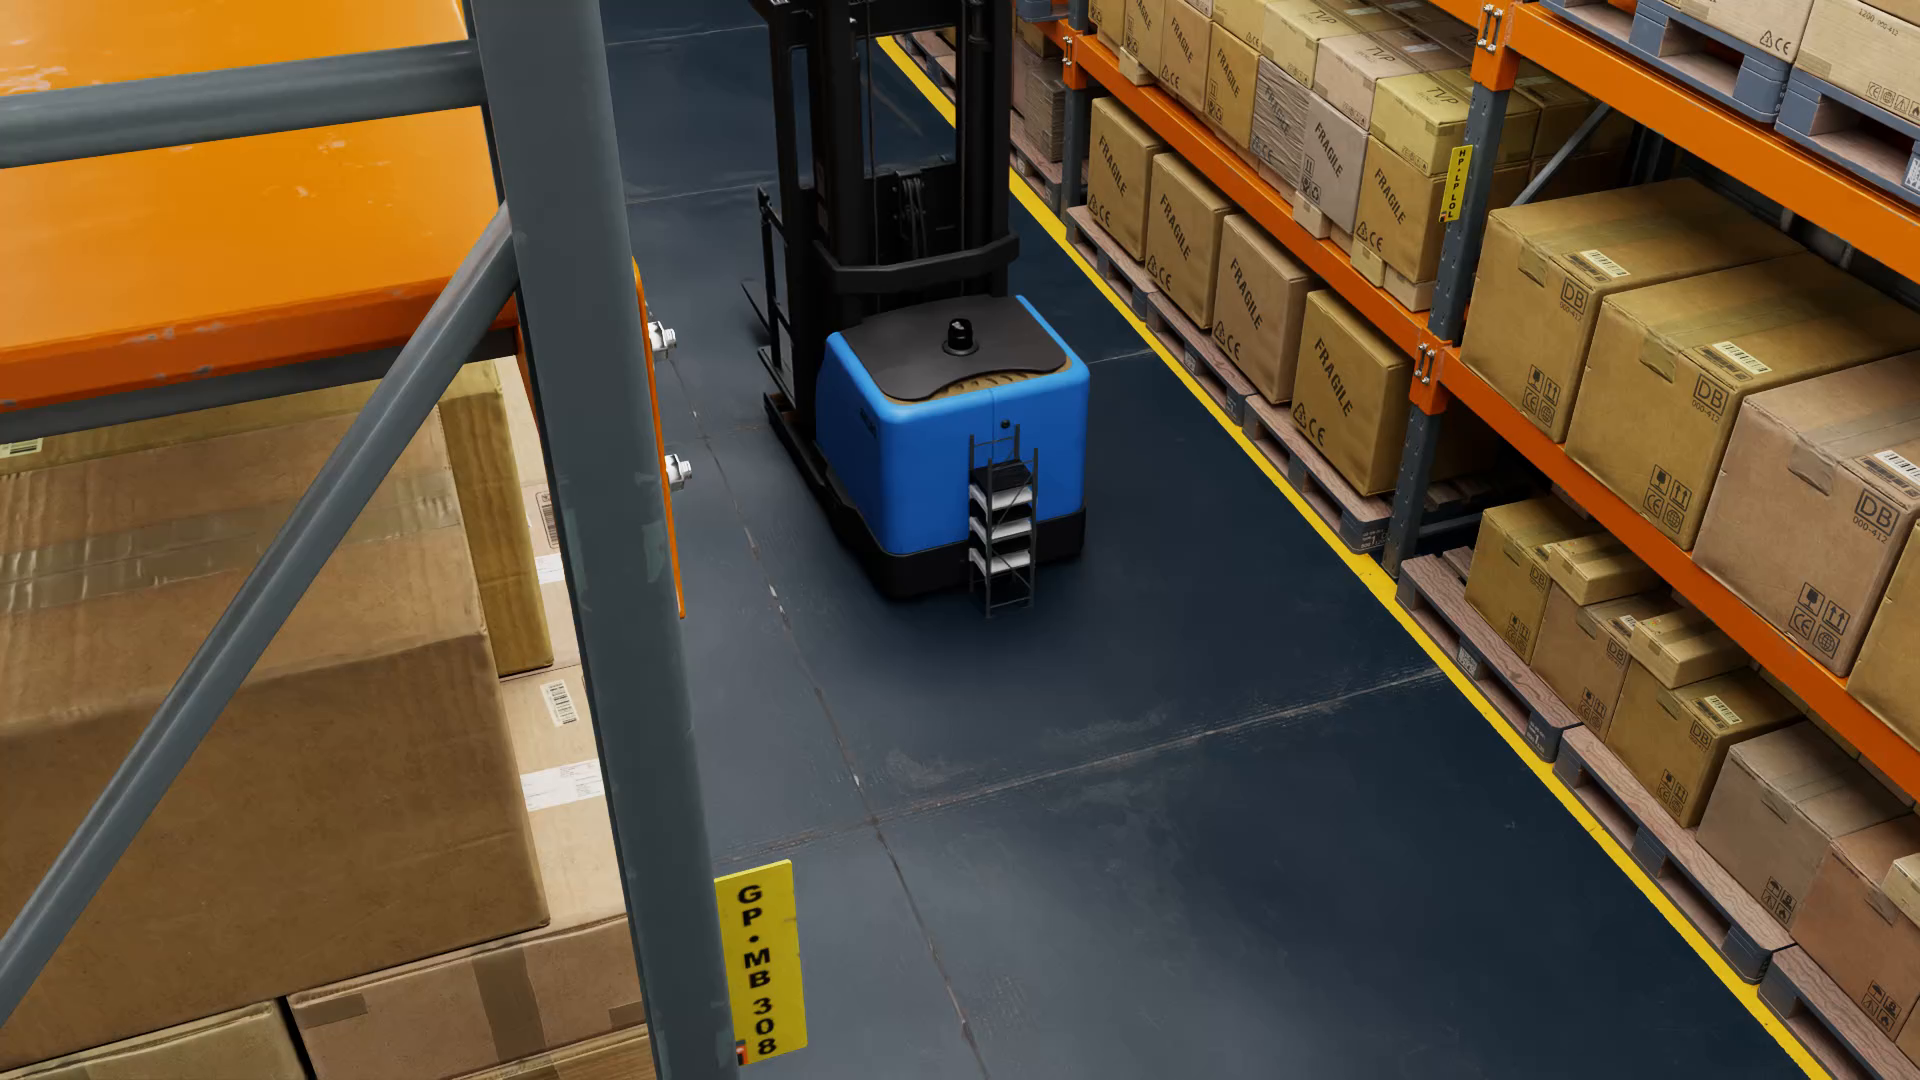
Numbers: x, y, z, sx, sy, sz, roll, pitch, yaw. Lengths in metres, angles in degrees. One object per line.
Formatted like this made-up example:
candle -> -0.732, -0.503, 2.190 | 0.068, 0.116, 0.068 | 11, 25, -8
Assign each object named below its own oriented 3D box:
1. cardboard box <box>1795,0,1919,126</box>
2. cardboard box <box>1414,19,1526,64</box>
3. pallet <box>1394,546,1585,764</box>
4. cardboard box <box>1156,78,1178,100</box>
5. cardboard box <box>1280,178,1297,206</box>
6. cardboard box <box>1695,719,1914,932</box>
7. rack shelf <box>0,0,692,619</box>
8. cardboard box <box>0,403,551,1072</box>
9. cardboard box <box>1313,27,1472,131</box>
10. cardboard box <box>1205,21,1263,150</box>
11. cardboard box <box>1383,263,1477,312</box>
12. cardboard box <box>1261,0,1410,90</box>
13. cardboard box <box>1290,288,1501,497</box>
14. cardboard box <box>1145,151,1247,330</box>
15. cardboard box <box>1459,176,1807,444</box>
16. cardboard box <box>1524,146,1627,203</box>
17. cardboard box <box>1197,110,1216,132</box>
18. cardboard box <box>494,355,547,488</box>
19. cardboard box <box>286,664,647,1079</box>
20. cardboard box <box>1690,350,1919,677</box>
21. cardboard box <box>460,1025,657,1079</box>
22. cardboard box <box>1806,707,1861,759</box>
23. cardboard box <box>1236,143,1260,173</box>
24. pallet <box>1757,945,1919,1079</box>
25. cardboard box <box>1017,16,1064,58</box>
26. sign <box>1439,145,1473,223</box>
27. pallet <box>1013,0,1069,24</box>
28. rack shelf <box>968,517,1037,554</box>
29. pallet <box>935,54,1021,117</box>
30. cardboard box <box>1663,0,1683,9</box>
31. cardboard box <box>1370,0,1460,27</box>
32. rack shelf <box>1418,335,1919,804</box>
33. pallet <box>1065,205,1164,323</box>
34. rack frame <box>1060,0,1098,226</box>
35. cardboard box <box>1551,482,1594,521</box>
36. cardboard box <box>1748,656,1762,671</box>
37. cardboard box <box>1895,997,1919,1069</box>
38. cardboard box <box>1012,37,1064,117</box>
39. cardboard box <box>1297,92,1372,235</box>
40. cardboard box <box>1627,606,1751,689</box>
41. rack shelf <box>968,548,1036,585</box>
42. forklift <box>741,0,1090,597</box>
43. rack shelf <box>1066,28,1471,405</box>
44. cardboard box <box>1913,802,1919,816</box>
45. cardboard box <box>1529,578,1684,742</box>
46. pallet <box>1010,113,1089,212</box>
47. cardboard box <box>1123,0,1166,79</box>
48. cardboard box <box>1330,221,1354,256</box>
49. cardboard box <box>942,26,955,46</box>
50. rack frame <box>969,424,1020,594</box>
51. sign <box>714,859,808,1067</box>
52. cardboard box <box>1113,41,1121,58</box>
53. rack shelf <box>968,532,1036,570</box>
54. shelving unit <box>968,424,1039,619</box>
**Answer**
cardboard box -> 2.869, -1.462, 4.897 | 0.500, 0.250, 0.500 | -13, 39, -17
cardboard box -> 2.433, -2.214, 7.726 | 0.500, 0.250, 0.500 | -12, 39, -15
pallet -> 2.722, 0.420, 7.517 | 1.003, 0.211, 1.213 | -12, 39, -16
cardboard box -> 1.345, -2.645, 9.460 | 0.380, 0.149, 0.250 | -13, 39, -16
cardboard box -> 1.827, -1.762, 8.288 | 0.380, 0.149, 0.250 | -12, 39, -16
cardboard box -> 3.229, 1.009, 6.146 | 0.700, 0.500, 0.500 | -14, 39, -17
rack shelf -> -1.428, -1.090, 2.818 | 1.077, 0.370, 4.000 | -12, 39, -16
cardboard box -> -0.932, 0.223, 2.053 | 0.700, 0.500, 0.500 | -12, 39, -16
cardboard box -> 1.966, -2.108, 7.585 | 0.500, 0.250, 0.500 | -12, 39, -15
cardboard box -> 1.611, -2.368, 8.554 | 0.500, 0.500, 0.500 | -11, 38, -15
cardboard box -> 2.151, -1.180, 7.515 | 0.380, 0.149, 0.250 | -12, 39, -16
cardboard box -> 1.790, -2.396, 7.968 | 0.500, 0.250, 0.500 | -12, 39, -15
cardboard box -> 2.188, -0.789, 8.242 | 0.750, 0.750, 0.750 | -12, 39, -15
cardboard box -> 1.582, -1.770, 9.544 | 0.750, 0.750, 0.750 | -13, 39, -16
cardboard box -> 2.705, -0.950, 6.769 | 0.980, 0.700, 0.700 | -12, 39, -15
cardboard box -> 2.612, -1.619, 7.559 | 0.500, 0.500, 0.500 | -14, 39, -17
cardboard box -> 1.522, -2.352, 9.072 | 0.380, 0.149, 0.250 | -12, 39, -15
cardboard box -> -1.016, -0.100, 3.105 | 0.500, 0.250, 0.500 | -12, 39, -16
cardboard box -> -0.672, 0.466, 2.355 | 0.500, 0.250, 0.500 | -12, 39, -16
cardboard box -> 3.210, -0.127, 5.677 | 0.980, 0.700, 0.700 | -14, 39, -18
cardboard box -> -0.678, 0.666, 2.504 | 0.500, 0.250, 0.500 | -12, 39, -16
cardboard box -> 3.368, 0.630, 6.110 | 0.380, 0.149, 0.250 | -12, 39, -15
cardboard box -> 1.675, -2.059, 8.683 | 0.380, 0.149, 0.250 | -11, 38, -15
pallet -> 3.561, 1.798, 5.687 | 1.003, 0.211, 1.213 | -12, 39, -16
cardboard box -> 0.723, -3.607, 11.634 | 0.500, 0.250, 0.500 | -12, 39, -15
sign -> 2.027, -1.453, 6.789 | 0.100, 0.325, 0.005 | -12, 39, -16
pallet -> 0.812, -3.703, 10.833 | 1.213, 0.211, 1.003 | -12, 39, -16
rack shelf -> 0.194, -0.049, 7.622 | 0.258, 0.077, 0.200 | -14, 39, -18
pallet -> 0.473, -3.415, 12.609 | 1.003, 0.211, 1.213 | -12, 39, -16
cardboard box -> 2.524, -2.041, 5.666 | 0.500, 0.250, 0.500 | -13, 39, -16
cardboard box -> 2.256, -2.496, 8.101 | 0.500, 0.250, 0.500 | -14, 39, -17
rack shelf -> 3.222, 0.277, 5.987 | 1.077, 0.370, 4.000 | -12, 39, -16
pallet -> 1.357, -1.825, 10.497 | 1.003, 0.211, 1.213 | -12, 39, -16
rack frame -> 1.157, -3.399, 10.270 | 1.000, 3.000, 0.127 | -12, 39, -16
cardboard box -> 2.831, -0.248, 7.275 | 0.380, 0.149, 0.250 | -13, 39, -16
cardboard box -> 3.192, 0.341, 6.493 | 0.380, 0.149, 0.250 | -12, 39, -15
cardboard box -> 3.575, 1.576, 5.393 | 0.700, 0.500, 0.500 | -12, 39, -16
cardboard box -> 0.792, -3.288, 11.834 | 0.700, 0.500, 0.500 | -13, 39, -16
cardboard box -> 1.953, -1.801, 7.801 | 0.500, 0.500, 0.500 | -12, 39, -16
cardboard box -> 2.821, 0.402, 6.413 | 0.380, 0.149, 0.250 | -14, 39, -17
rack shelf -> 0.194, 0.095, 7.730 | 0.258, 0.077, 0.200 | -14, 39, -18
forklift -> -0.422, -1.790, 8.190 | 1.130, 2.935, 3.031 | -14, 39, -18
rack shelf -> 1.845, -1.982, 8.987 | 1.077, 0.370, 4.000 | -12, 39, -16
cardboard box -> 3.545, 0.918, 5.727 | 0.380, 0.149, 0.250 | -12, 39, -16
cardboard box -> 2.864, 0.419, 6.929 | 0.700, 0.500, 0.500 | -13, 39, -16
pallet -> 0.889, -2.727, 11.695 | 1.003, 0.211, 1.213 | -12, 39, -16
cardboard box -> 1.255, -2.941, 9.314 | 0.500, 0.500, 0.500 | -11, 38, -14
cardboard box -> 1.995, -1.473, 7.905 | 0.380, 0.149, 0.250 | -11, 38, -15
cardboard box -> 0.274, -4.143, 12.968 | 0.700, 0.500, 0.500 | -13, 39, -17
rack frame -> 0.155, -0.132, 7.677 | 0.240, 0.900, 0.006 | -14, 39, -18
sign -> -0.231, 0.488, 1.890 | 0.100, 0.325, 0.005 | -12, 39, -16
cardboard box -> 1.131, -2.929, 9.838 | 0.380, 0.149, 0.250 | -12, 39, -15
rack shelf -> 0.194, 0.023, 7.676 | 0.258, 0.077, 0.200 | -14, 39, -18
shelving unit -> 0.194, -0.075, 7.602 | 0.258, 0.900, 0.210 | -14, 39, -18
